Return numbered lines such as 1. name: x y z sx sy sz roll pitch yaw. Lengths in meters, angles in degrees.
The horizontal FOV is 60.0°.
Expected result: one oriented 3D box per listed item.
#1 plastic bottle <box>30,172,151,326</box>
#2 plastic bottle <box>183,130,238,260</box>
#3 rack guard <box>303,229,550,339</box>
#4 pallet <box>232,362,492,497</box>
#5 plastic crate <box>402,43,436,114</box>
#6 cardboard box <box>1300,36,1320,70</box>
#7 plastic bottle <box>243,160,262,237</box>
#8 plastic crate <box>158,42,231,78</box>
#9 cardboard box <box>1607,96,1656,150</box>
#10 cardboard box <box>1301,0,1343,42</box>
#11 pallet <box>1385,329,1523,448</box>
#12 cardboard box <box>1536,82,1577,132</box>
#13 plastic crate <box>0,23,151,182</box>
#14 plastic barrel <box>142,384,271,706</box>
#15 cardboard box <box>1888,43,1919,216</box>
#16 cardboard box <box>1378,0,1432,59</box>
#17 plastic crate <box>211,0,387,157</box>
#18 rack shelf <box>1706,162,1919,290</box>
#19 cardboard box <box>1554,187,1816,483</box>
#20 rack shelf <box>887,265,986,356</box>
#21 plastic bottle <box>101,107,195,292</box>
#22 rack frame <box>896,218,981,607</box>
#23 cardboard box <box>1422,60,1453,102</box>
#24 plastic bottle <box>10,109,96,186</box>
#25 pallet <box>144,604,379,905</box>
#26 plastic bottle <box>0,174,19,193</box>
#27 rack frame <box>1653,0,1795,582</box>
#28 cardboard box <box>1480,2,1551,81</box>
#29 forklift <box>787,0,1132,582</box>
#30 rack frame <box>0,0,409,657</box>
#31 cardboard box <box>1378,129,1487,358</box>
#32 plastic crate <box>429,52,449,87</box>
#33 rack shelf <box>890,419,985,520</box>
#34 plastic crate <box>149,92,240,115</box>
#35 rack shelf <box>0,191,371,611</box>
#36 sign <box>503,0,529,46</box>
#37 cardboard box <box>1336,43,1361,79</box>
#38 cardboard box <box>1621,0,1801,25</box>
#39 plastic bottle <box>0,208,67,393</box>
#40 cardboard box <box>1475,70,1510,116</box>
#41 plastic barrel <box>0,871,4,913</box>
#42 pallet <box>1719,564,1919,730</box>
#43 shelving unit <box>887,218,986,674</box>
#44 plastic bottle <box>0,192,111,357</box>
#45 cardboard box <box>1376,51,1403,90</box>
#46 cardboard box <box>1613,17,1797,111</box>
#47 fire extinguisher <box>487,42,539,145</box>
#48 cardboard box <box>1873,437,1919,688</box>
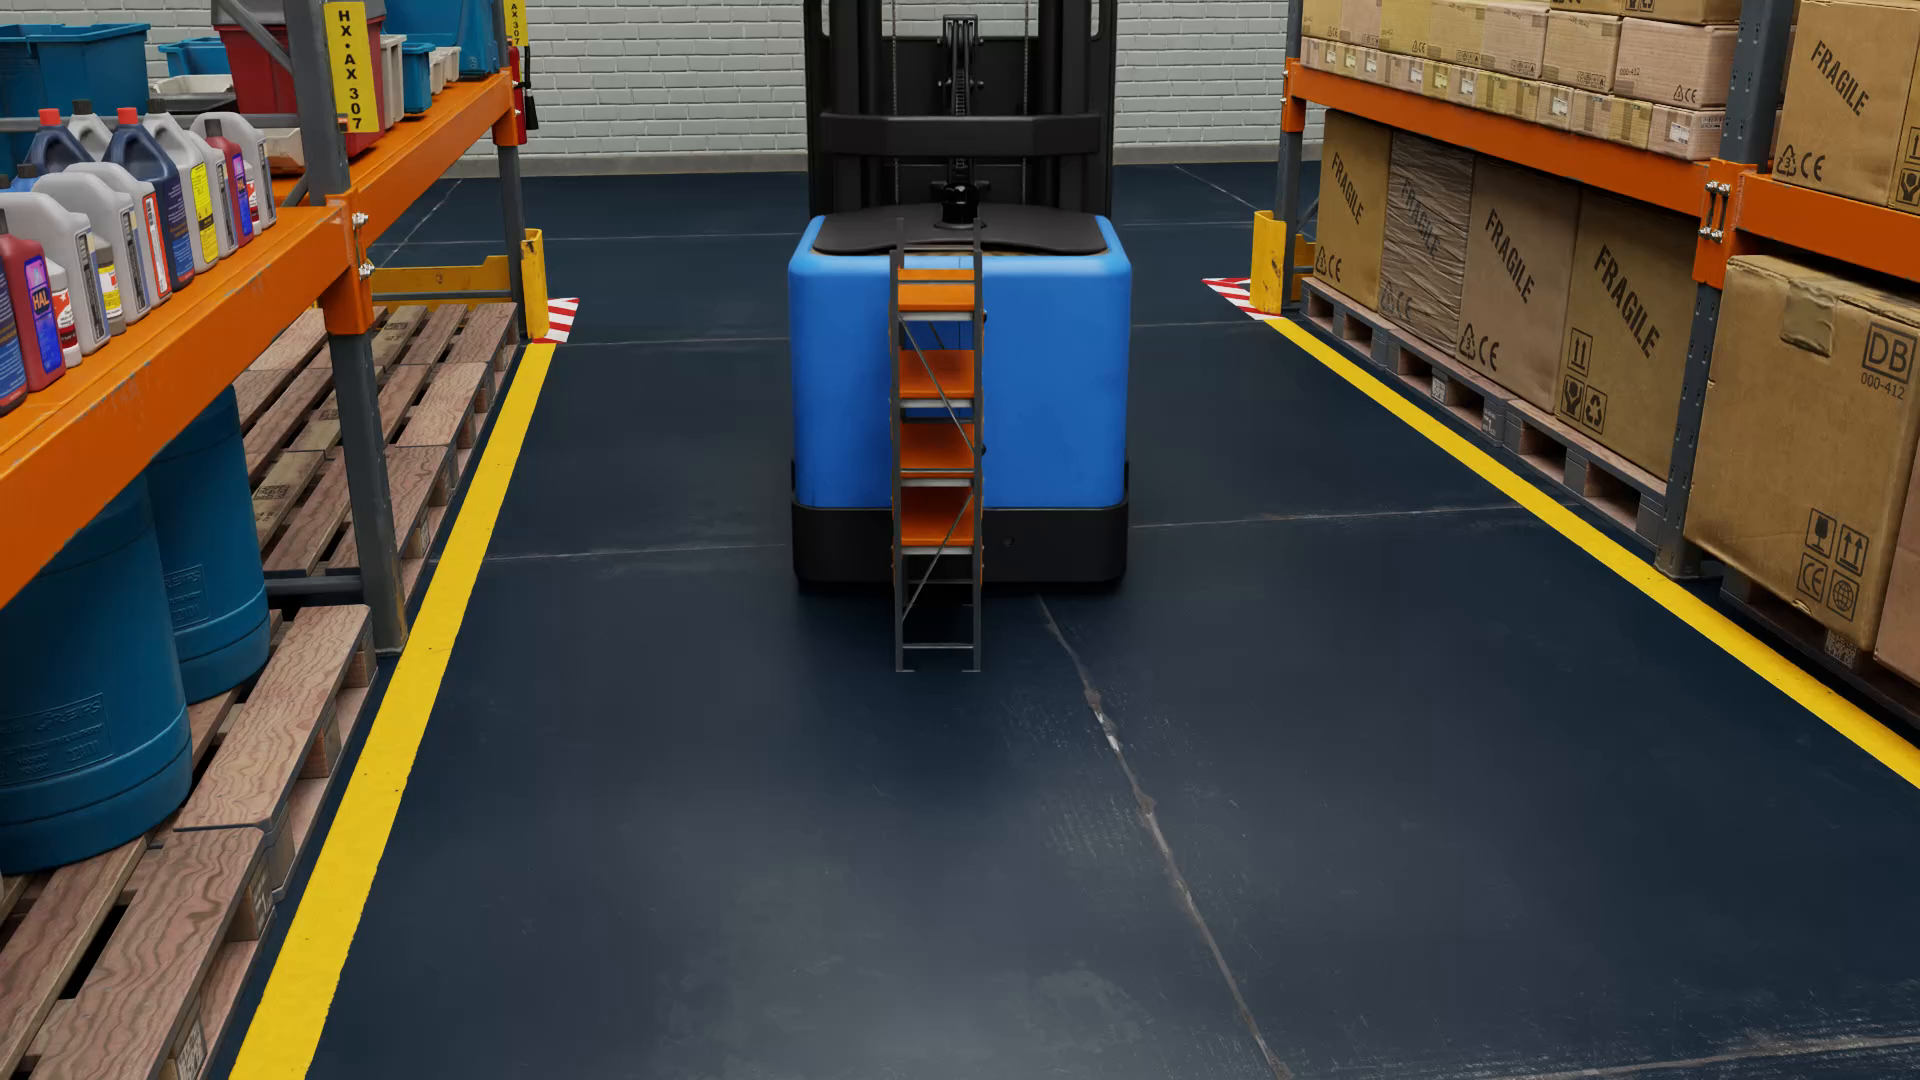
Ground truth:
1. plastic bottle: -1.599 -0.540 3.052 0.152 0.276 0.135 -3 21 -8
2. plastic bottle: -1.691 -0.761 3.644 0.152 0.276 0.135 -3 21 -8
3. rack guard: -2.713 -1.288 8.449 1.175 0.500 0.348 -3 21 -8
4. pallet: -2.444 -0.436 6.581 1.003 0.211 1.213 -3 21 -8
5. plastic crate: -2.147 -1.702 6.141 0.416 0.233 0.300 -3 21 -8
6. cardboard box: 1.929 -2.443 8.330 0.380 0.149 0.250 -3 21 -7
7. plastic bottle: -1.700 -0.814 3.892 0.097 0.201 0.097 0 20 0
8. plastic crate: -2.754 -1.739 6.238 0.416 0.233 0.300 -3 21 -8
9. cardboard box: 2.375 -1.376 5.473 0.380 0.149 0.250 -3 21 -7
10. cardboard box: 2.006 -2.590 8.153 0.500 0.250 0.500 -3 21 -9
11. pallet: 2.570 -0.700 7.289 1.003 0.211 1.213 -3 21 -8
12. cardboard box: 2.302 -1.554 5.949 0.380 0.149 0.250 -3 21 -7
13. plastic crate: -2.525 -1.231 4.662 0.392 0.384 0.575 -3 21 -8
14. plastic barrel: -2.059 -0.090 4.070 0.600 0.901 0.708 -3 21 -8
15. cardboard box: 2.673 -1.017 4.008 0.500 0.500 0.500 -3 21 -8
16. cardboard box: 2.157 -2.236 7.205 0.500 0.250 0.500 -4 21 -10
17. plastic crate: -2.001 -1.446 5.123 0.402 0.464 0.583 -3 21 -8
18. rack shelf: 3.069 -0.286 3.224 1.077 0.370 4.000 -3 21 -8
19. cardboard box: 2.765 -0.750 5.873 0.875 0.875 0.875 -3 21 -8
20. rack shelf: -0.062 -0.639 4.590 0.258 0.148 0.480 0 20 0
21. plastic bottle: -1.637 -0.677 3.312 0.144 0.351 0.185 -3 21 -8
22. rack frame: -0.061 -0.356 4.956 0.240 1.200 0.015 0 20 0
23. cardboard box: 2.152 -1.911 6.905 0.380 0.149 0.250 -3 21 -9
24. plastic bottle: -1.780 -0.670 3.293 0.144 0.351 0.185 -3 21 -8
25. pallet: -2.050 0.510 4.050 1.003 0.211 1.213 -3 21 -8
26. plastic bottle: -1.720 -0.525 3.019 0.097 0.271 0.097 0 20 0
27. rack frame: 2.781 -1.316 4.952 1.000 3.000 0.127 -3 21 -8
28. cardboard box: 2.307 -1.880 6.252 0.500 0.250 0.500 -2 21 -7
29. forklift: 0.001 -1.705 6.092 1.130 2.935 3.031 0 20 0
30. rack frame: -2.120 -1.066 4.283 1.000 3.000 0.127 -3 21 -8
31. cardboard box: 2.507 -1.369 7.532 0.875 0.875 0.875 -3 21 -8
32. plastic crate: -2.373 -1.981 7.025 0.396 0.136 0.243 -3 21 -8
33. rack shelf: -0.062 -0.208 4.751 0.258 0.148 0.480 0 20 0
34. plastic crate: -2.548 -1.339 5.322 0.437 0.125 0.590 -3 21 -8
35. rack shelf: -1.832 -0.036 2.555 1.077 0.370 4.000 -3 21 -8
36. sign: -2.155 -2.561 8.052 0.100 0.325 0.005 -3 21 -8
37. cardboard box: 2.005 -2.266 7.855 0.380 0.149 0.250 -3 21 -9
38. cardboard box: 2.450 -1.882 5.185 0.500 0.500 0.500 -2 21 -6
39. plastic bottle: -1.487 -0.385 2.628 0.061 0.283 0.133 -3 21 -8
40. cardboard box: 2.227 -1.732 6.425 0.380 0.149 0.250 -3 21 -9
41. plastic barrel: -1.964 0.537 2.946 0.421 0.512 0.421 0 20 0
42. pallet: 2.967 0.254 4.735 1.003 0.211 1.213 -3 21 -8
43. shelving unit: -0.062 -0.271 4.727 0.258 1.200 0.503 0 20 0
44. plastic bottle: -1.565 -0.460 2.837 0.152 0.276 0.135 -3 21 -8
45. cardboard box: 2.079 -2.088 7.378 0.380 0.149 0.250 -3 21 -9
46. cardboard box: 2.458 -1.524 5.300 0.500 0.250 0.500 -3 21 -9
47. fire extinguisher: -2.269 -2.315 8.271 0.296 0.674 0.183 -3 21 -8
48. cardboard box: 3.023 0.013 3.831 1.225 0.875 0.875 -4 21 -10
